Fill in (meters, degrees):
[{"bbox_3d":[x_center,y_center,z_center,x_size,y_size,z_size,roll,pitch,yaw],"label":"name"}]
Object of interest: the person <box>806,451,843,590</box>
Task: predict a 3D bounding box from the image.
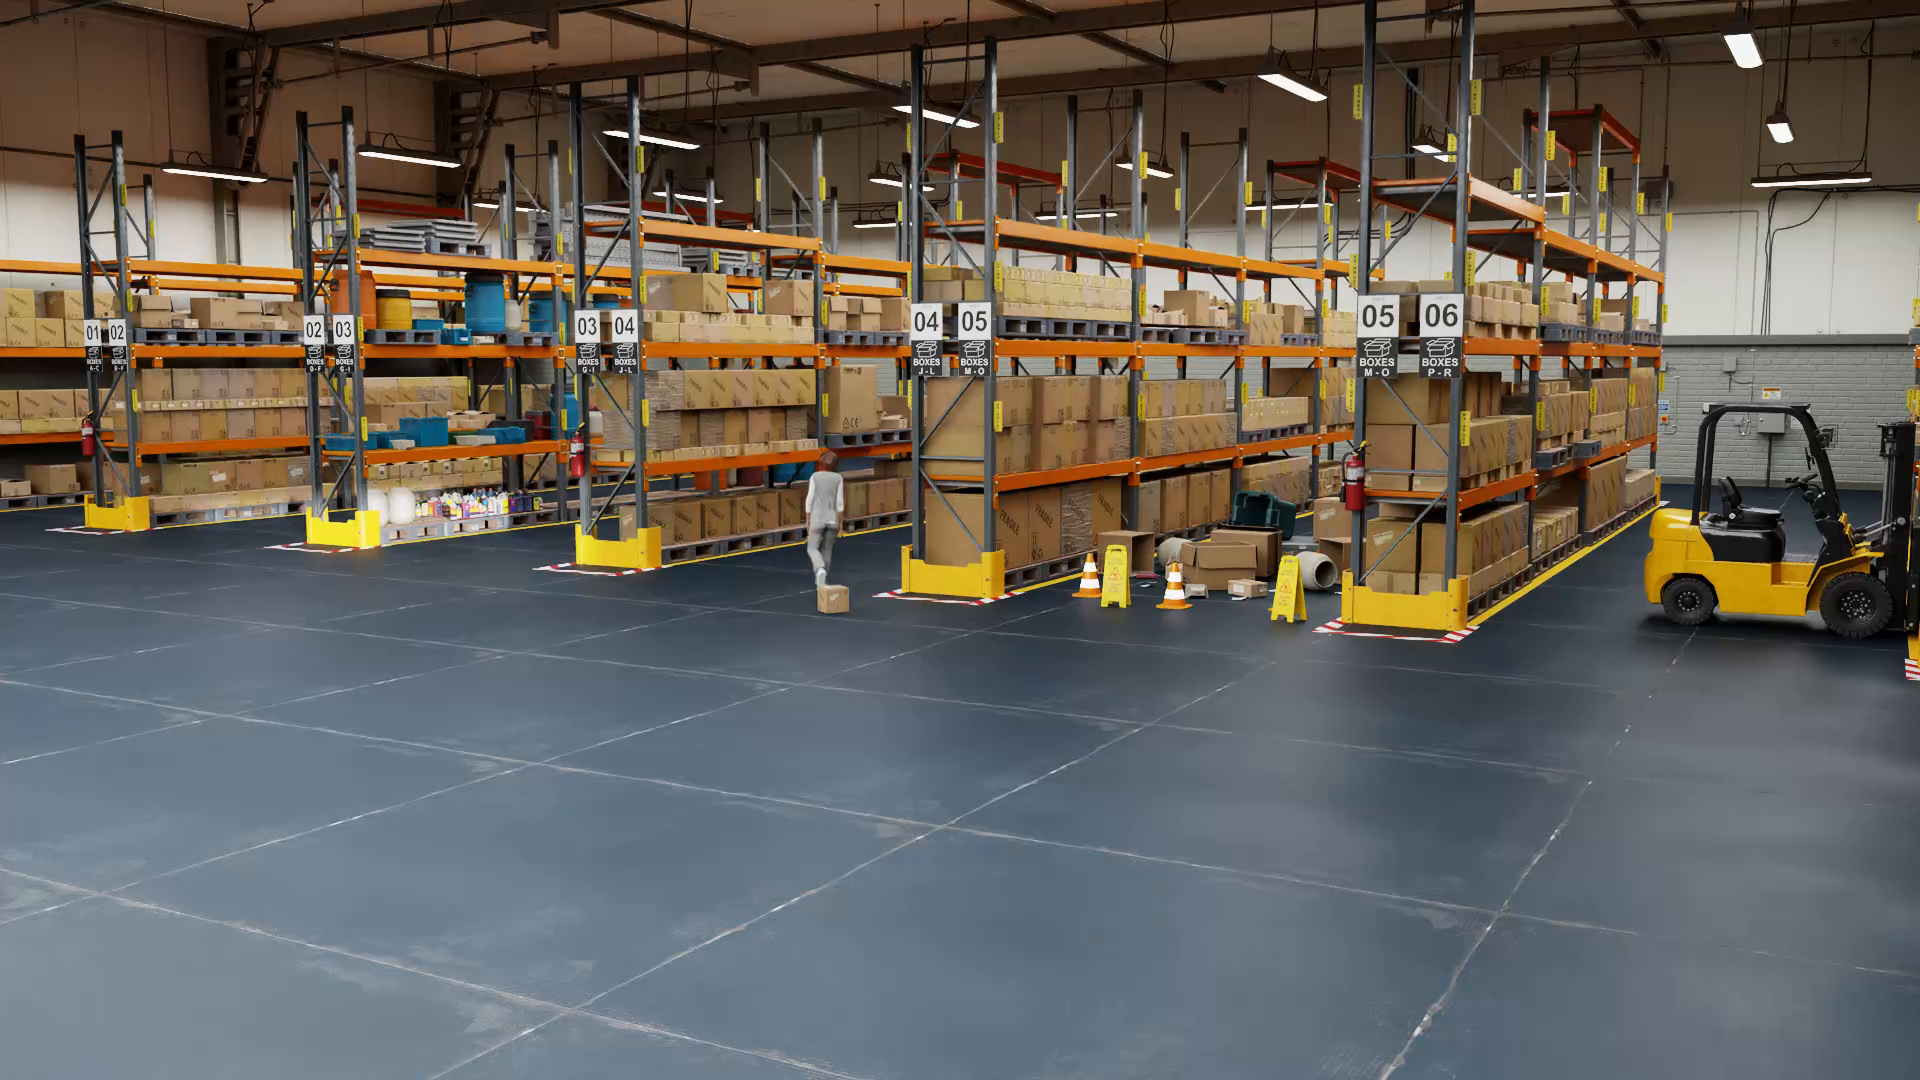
[{"bbox_3d":[-1.482,-0.194,18.252,0.420,1.568,0.591,-2,6,-14],"label":"person"}]
